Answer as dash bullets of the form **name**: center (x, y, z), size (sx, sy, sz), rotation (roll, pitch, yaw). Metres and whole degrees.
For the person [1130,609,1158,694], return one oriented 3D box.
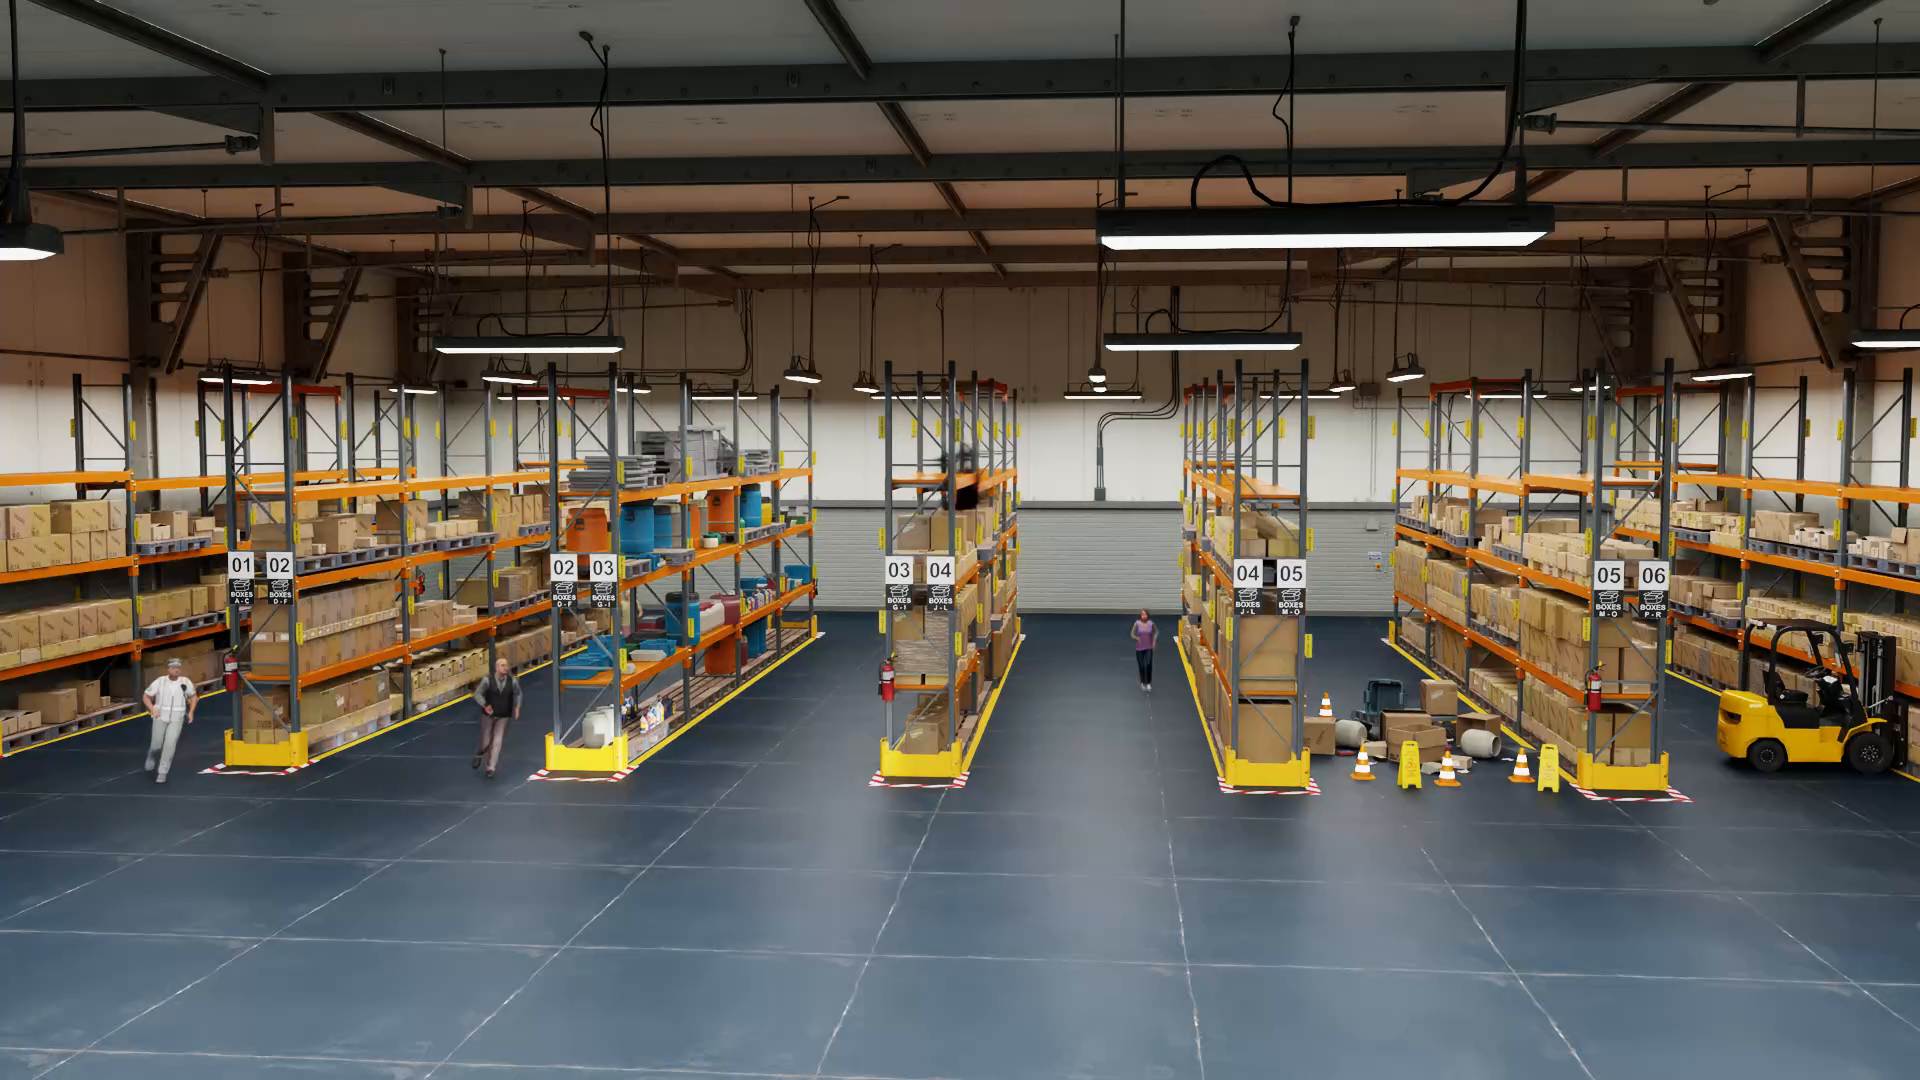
- **person**: center (3.516, 2.117, 31.797), size (0.525, 1.611, 0.675), rotation (1, 4, 9)

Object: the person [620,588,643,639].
- **person**: center (-7.101, 1.841, 35.660), size (0.565, 1.623, 0.549), rotation (0, 4, -7)

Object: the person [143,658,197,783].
- **person**: center (-11.371, 2.562, 23.982), size (0.719, 1.732, 0.846), rotation (-2, 4, -30)

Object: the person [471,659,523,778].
- **person**: center (-6.702, 2.571, 24.180), size (0.728, 1.690, 0.794), rotation (-2, 4, -25)
